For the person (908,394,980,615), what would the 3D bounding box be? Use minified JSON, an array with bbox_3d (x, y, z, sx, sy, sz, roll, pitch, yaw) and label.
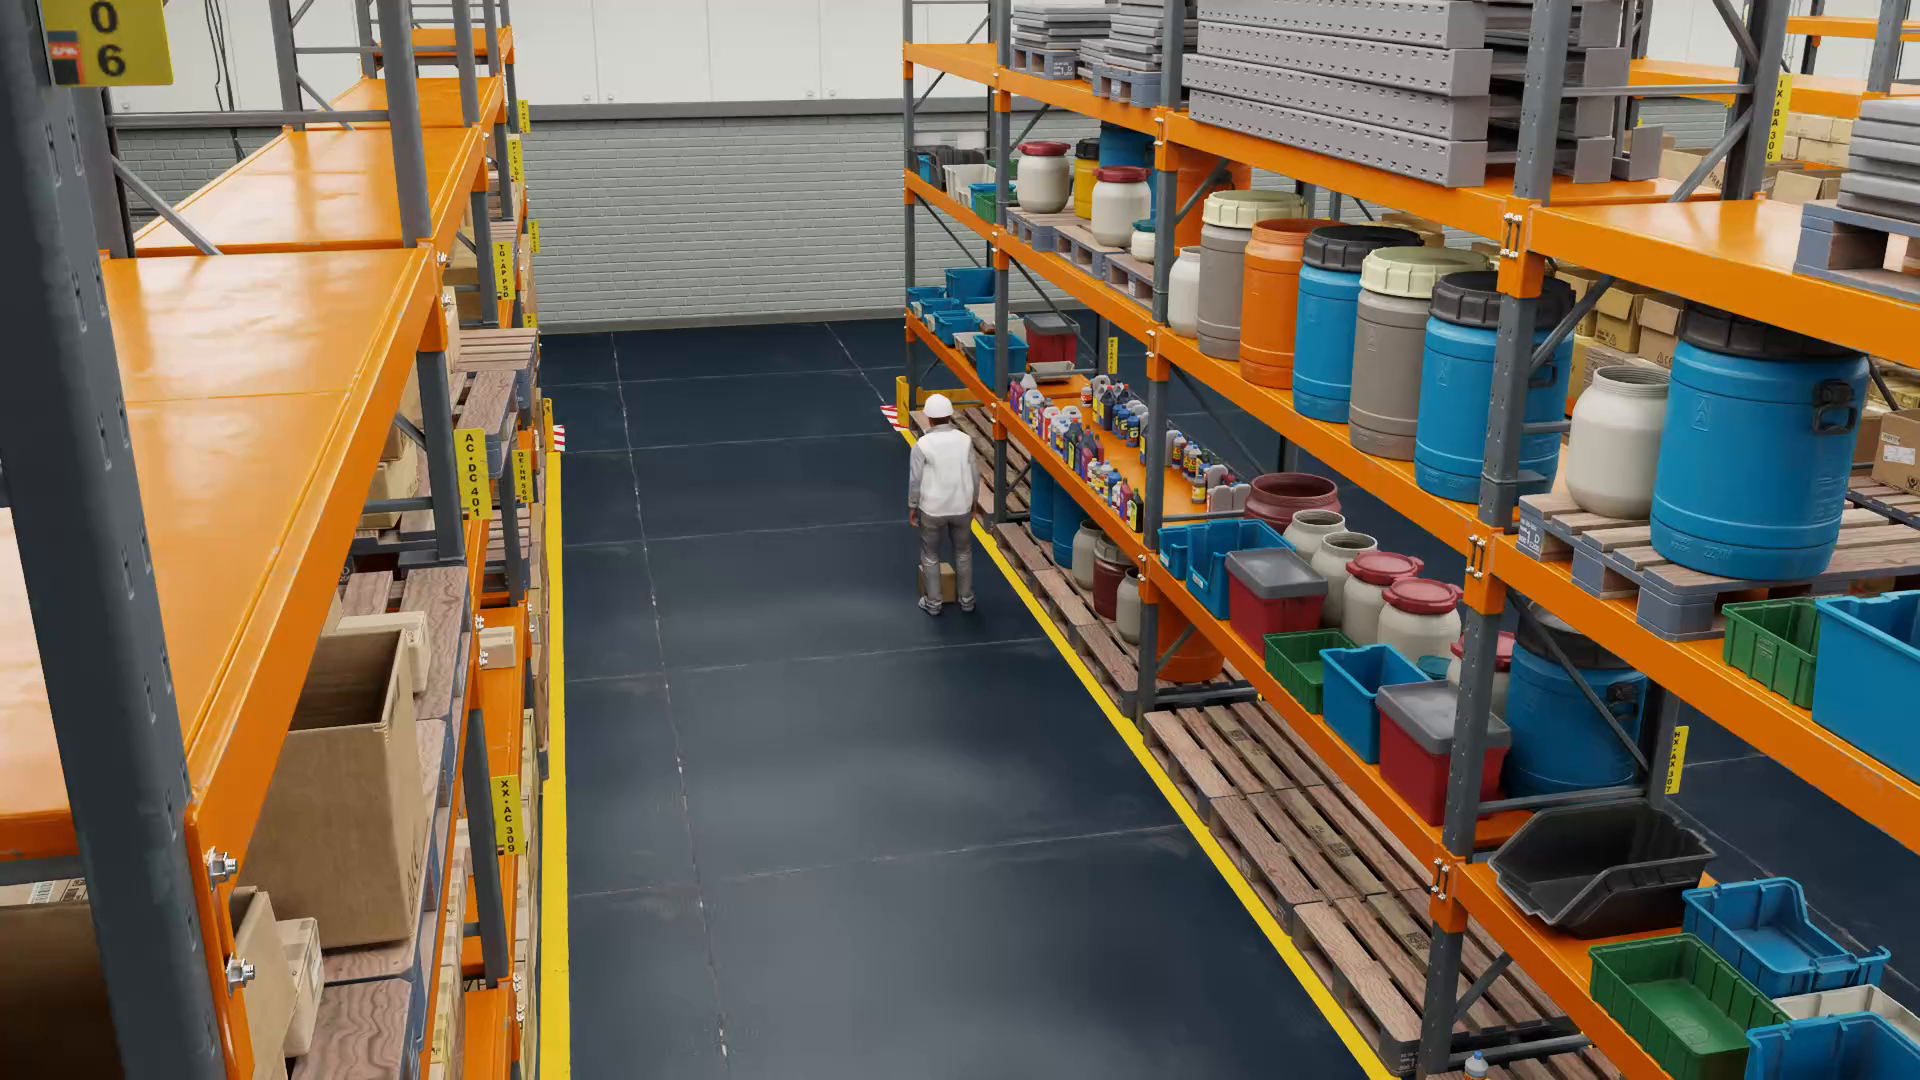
[{"bbox_3d":[-0.127,-0.276,13.126,0.590,1.770,0.464,-6,20,-16],"label":"person"}]
